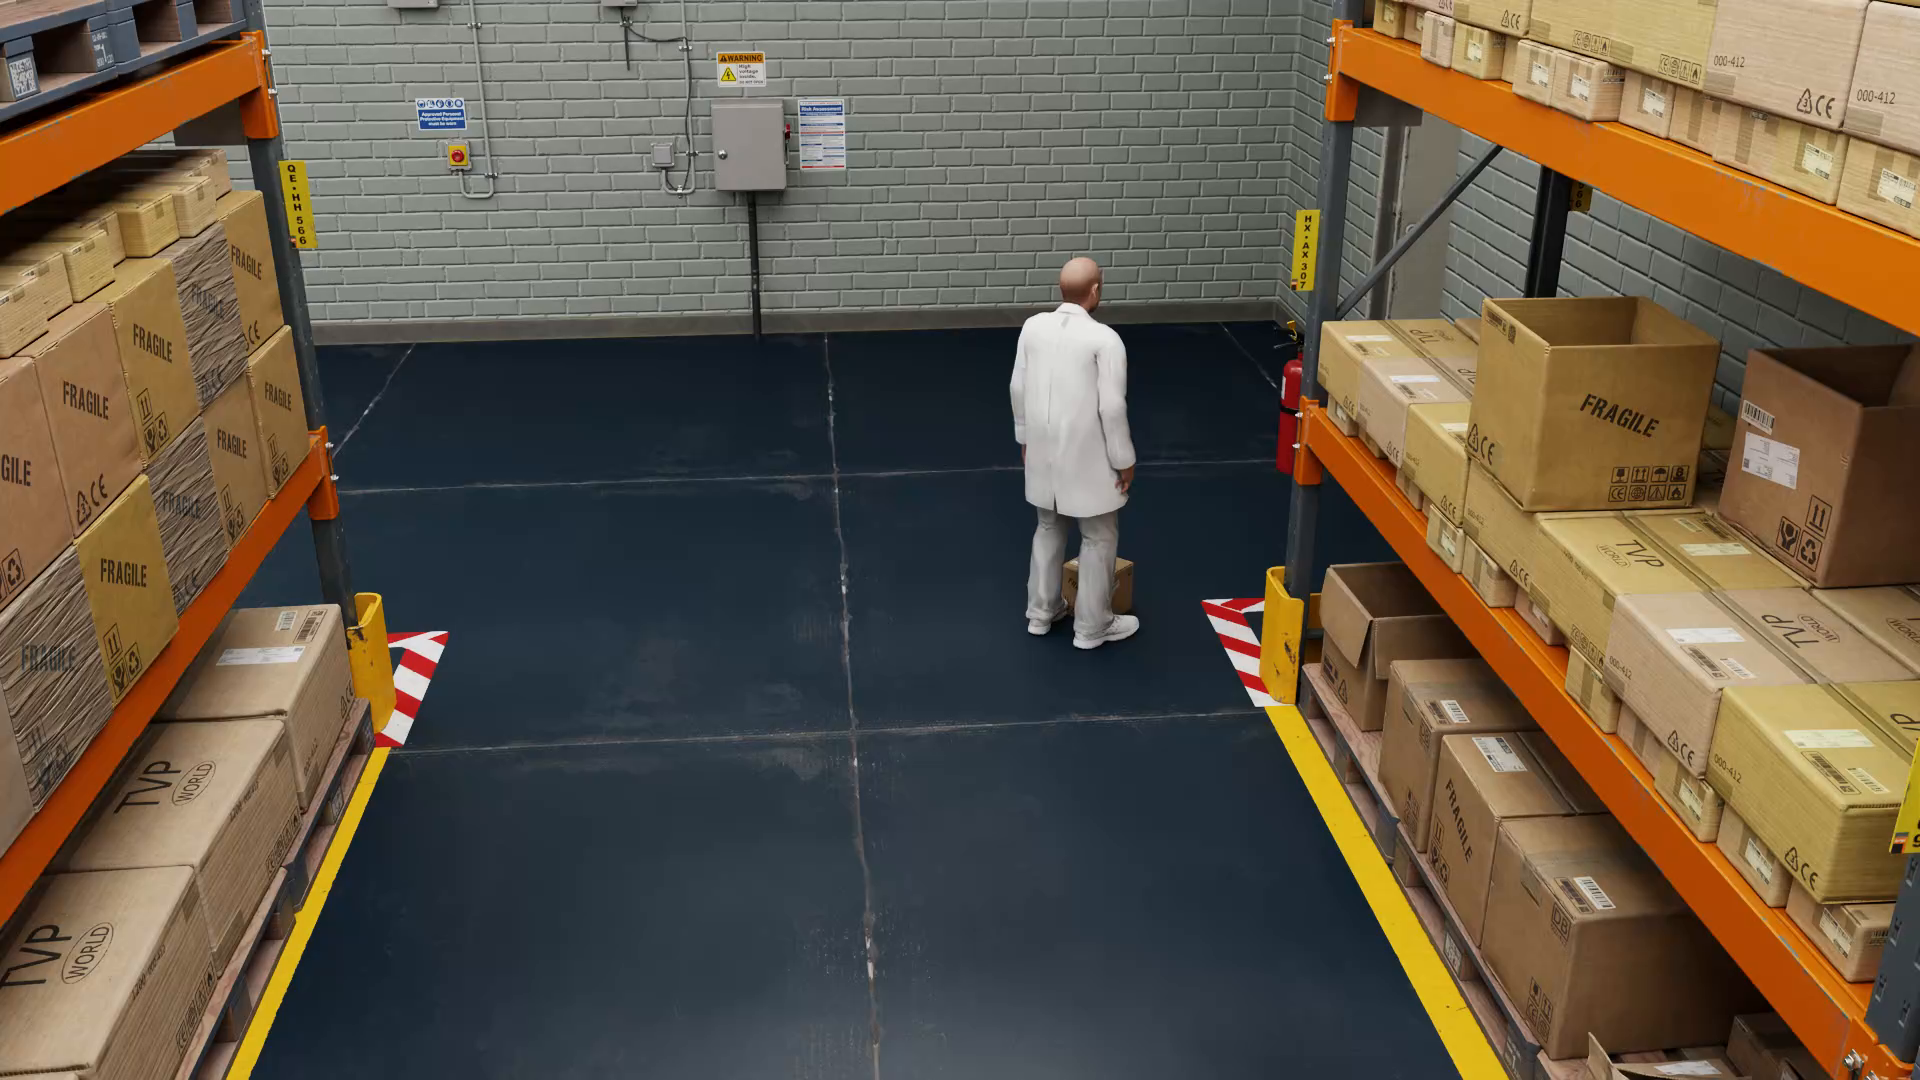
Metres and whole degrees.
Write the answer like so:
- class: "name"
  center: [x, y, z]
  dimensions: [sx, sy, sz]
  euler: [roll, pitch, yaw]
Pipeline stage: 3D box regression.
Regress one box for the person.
- class: "person"
  center: [0.515, -0.390, 7.521]
  dimensions: [0.642, 1.773, 0.427]
  euler: [17, 29, 35]
